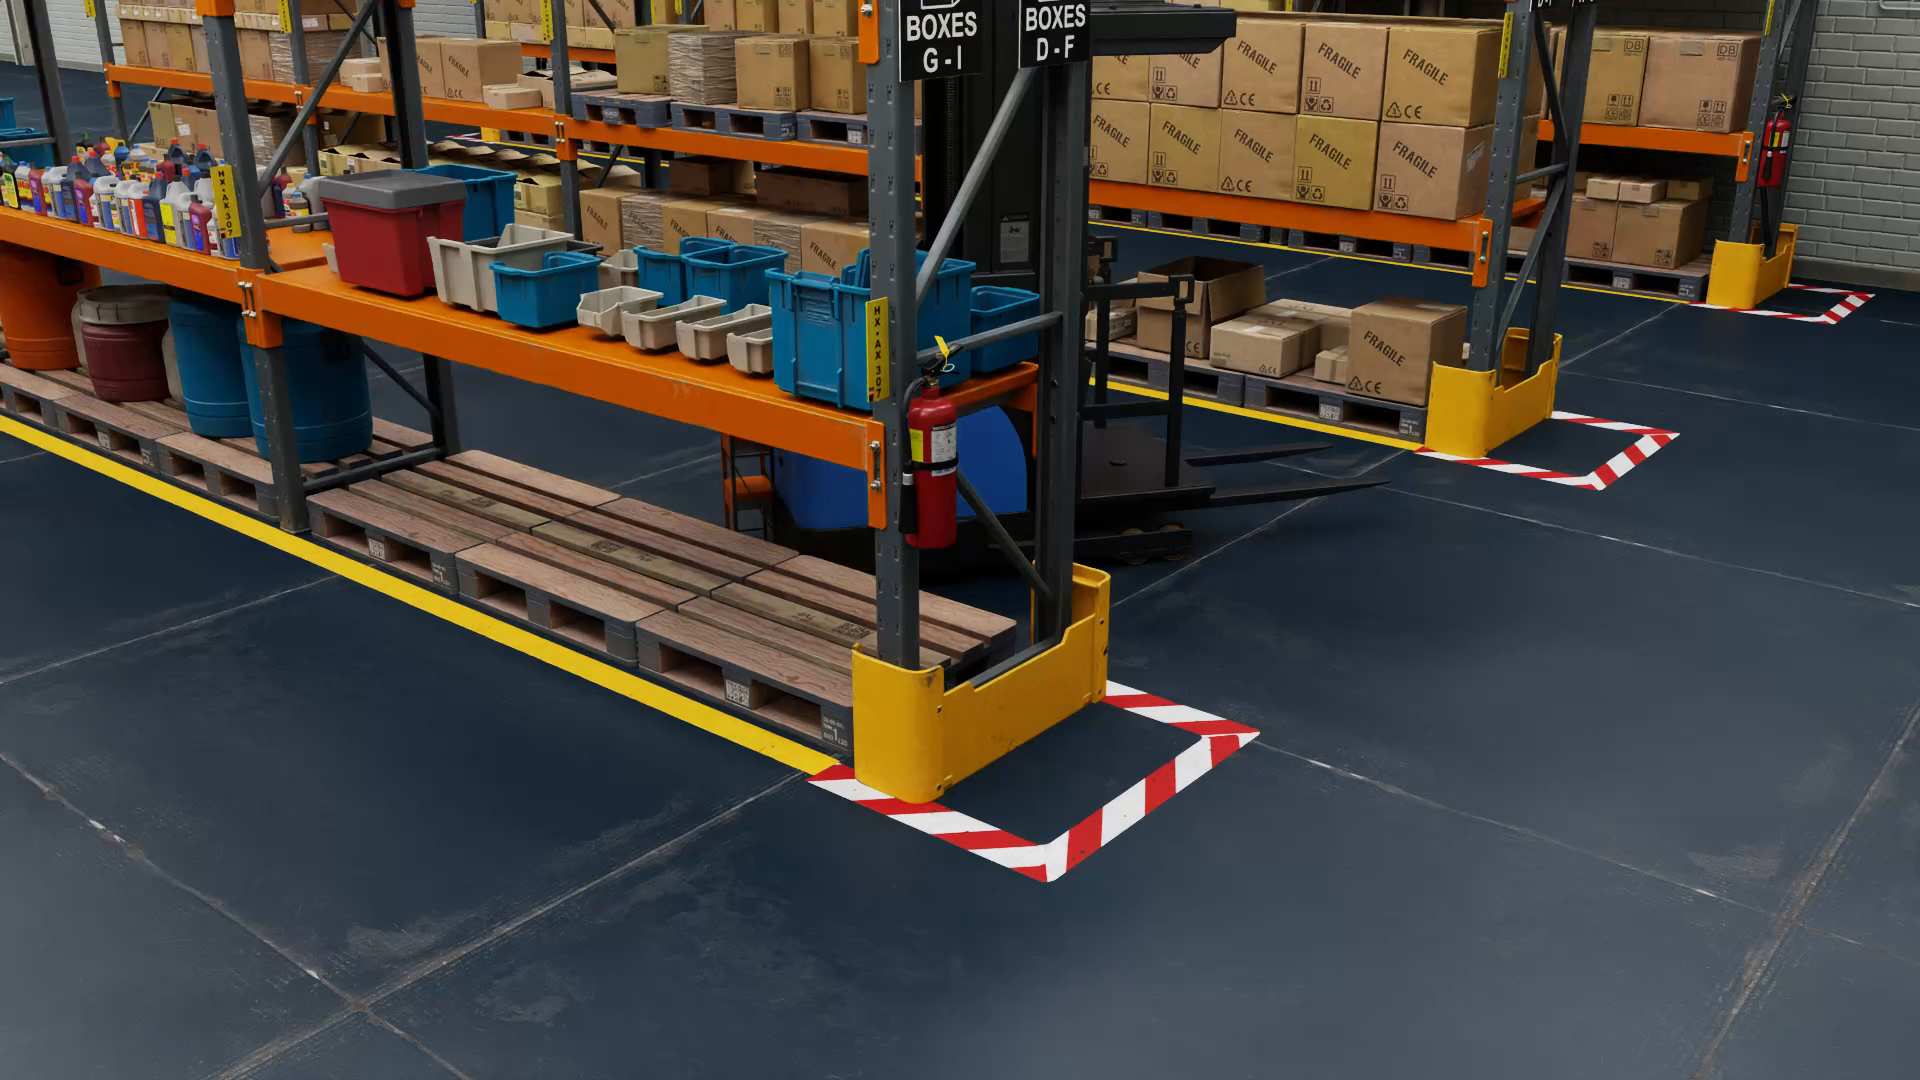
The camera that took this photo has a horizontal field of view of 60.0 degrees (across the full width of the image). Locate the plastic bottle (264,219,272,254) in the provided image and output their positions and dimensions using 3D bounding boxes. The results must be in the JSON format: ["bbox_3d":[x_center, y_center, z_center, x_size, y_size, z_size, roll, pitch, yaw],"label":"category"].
[{"bbox_3d":[-3.470,-1.518,8.224,0.097,0.201,0.097,0,21,0],"label":"plastic bottle"}]

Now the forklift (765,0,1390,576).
[{"bbox_3d":[0.608,-1.430,7.807,3.031,2.935,1.130,-6,21,-14],"label":"forklift"}]

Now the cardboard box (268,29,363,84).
[{"bbox_3d":[-6.435,-4.855,16.650,0.500,0.500,0.700,15,25,35],"label":"cardboard box"}]

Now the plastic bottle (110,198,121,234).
[{"bbox_3d":[-4.419,-1.722,8.765,0.097,0.201,0.097,0,21,0],"label":"plastic bottle"}]

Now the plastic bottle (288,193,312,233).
[{"bbox_3d":[-3.490,-1.731,8.789,0.097,0.201,0.097,0,21,0],"label":"plastic bottle"}]

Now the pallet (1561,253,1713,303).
[{"bbox_3d":[5.670,-2.241,13.812,1.213,0.211,1.003,16,26,36],"label":"pallet"}]

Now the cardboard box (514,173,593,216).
[{"bbox_3d":[-3.550,-3.041,14.487,0.500,0.311,0.500,17,26,38],"label":"cardboard box"}]

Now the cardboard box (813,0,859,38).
[{"bbox_3d":[-1.209,-5.800,18.533,0.500,0.500,0.700,16,26,36],"label":"cardboard box"}]

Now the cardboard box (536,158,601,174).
[{"bbox_3d":[-3.621,-3.303,15.183,0.500,0.311,0.500,15,26,35],"label":"cardboard box"}]

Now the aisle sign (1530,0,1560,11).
[{"bbox_3d":[3.068,-3.151,8.589,0.004,0.787,0.394,16,26,36],"label":"aisle sign"}]

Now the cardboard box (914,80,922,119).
[{"bbox_3d":[-0.115,-3.336,12.028,0.500,0.500,0.700,7,22,18],"label":"cardboard box"}]

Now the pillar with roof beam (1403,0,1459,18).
[{"bbox_3d":[1.607,-5.992,11.304,0.400,9.000,9.100,16,26,36],"label":"pillar with roof beam"}]

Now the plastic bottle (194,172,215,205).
[{"bbox_3d":[-3.852,-1.705,8.508,0.185,0.351,0.144,16,26,36],"label":"plastic bottle"}]

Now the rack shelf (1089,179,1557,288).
[{"bbox_3d":[1.660,-2.143,10.621,4.000,0.370,1.077,16,26,36],"label":"rack shelf"}]

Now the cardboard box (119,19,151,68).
[{"bbox_3d":[-8.833,-5.543,18.473,0.500,0.500,0.700,16,26,36],"label":"cardboard box"}]

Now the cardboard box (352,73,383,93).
[{"bbox_3d":[-5.530,-4.340,15.782,0.250,0.149,0.380,16,26,36],"label":"cardboard box"}]

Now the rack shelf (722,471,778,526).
[{"bbox_3d":[-1.000,-0.159,7.920,0.215,0.259,0.240,-6,22,-16],"label":"rack shelf"}]

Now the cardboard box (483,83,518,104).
[{"bbox_3d":[-4.012,-3.970,14.801,0.250,0.149,0.380,19,27,40],"label":"cardboard box"}]

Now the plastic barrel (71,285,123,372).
[{"bbox_3d":[-5.240,-1.292,10.273,0.421,0.512,0.421,0,21,0],"label":"plastic barrel"}]

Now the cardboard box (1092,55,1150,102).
[{"bbox_3d":[1.095,-3.029,10.391,0.500,0.500,0.500,15,25,35],"label":"cardboard box"}]

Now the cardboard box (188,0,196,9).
[{"bbox_3d":[-7.602,-5.798,17.312,0.500,0.500,0.700,16,26,36],"label":"cardboard box"}]

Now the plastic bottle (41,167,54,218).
[{"bbox_3d":[-5.025,-1.929,9.216,0.097,0.271,0.097,0,21,0],"label":"plastic bottle"}]

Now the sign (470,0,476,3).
[{"bbox_3d":[-6.400,-7.215,21.823,0.005,0.325,0.100,16,26,36],"label":"sign"}]

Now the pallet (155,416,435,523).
[{"bbox_3d":[-3.596,-0.452,9.067,1.213,0.211,1.003,16,26,36],"label":"pallet"}]

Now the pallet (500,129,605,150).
[{"bbox_3d":[-5.391,-5.446,22.310,1.213,0.211,1.003,16,26,36],"label":"pallet"}]

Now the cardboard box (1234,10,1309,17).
[{"bbox_3d":[1.844,-3.060,10.473,0.500,0.500,0.500,16,26,36],"label":"cardboard box"}]

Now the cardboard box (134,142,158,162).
[{"bbox_3d":[-8.912,-4.333,18.709,0.500,0.250,0.500,16,26,36],"label":"cardboard box"}]

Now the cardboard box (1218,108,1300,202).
[{"bbox_3d":[1.903,-2.334,9.964,0.500,0.500,0.500,16,26,37],"label":"cardboard box"}]

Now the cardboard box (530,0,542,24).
[{"bbox_3d":[-5.104,-6.830,21.150,0.500,0.500,0.500,15,25,35],"label":"cardboard box"}]

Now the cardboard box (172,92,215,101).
[{"bbox_3d":[-8.583,-4.826,18.954,0.500,0.500,0.500,16,26,36],"label":"cardboard box"}]

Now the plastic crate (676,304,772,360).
[{"bbox_3d":[-0.887,-0.786,6.291,0.243,0.136,0.396,16,26,36],"label":"plastic crate"}]

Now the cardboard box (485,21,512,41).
[{"bbox_3d":[-5.880,-6.702,21.874,0.500,0.250,0.500,15,25,35],"label":"cardboard box"}]

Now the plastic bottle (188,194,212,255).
[{"bbox_3d":[-3.742,-1.557,8.212,0.133,0.283,0.061,16,26,36],"label":"plastic bottle"}]

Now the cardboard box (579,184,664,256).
[{"bbox_3d":[-2.817,-2.675,13.930,0.500,0.500,0.500,17,27,38],"label":"cardboard box"}]

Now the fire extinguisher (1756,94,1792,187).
[{"bbox_3d":[6.164,-3.018,12.559,0.183,0.674,0.296,16,26,36],"label":"fire extinguisher"}]

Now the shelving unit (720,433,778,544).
[{"bbox_3d":[-1.000,-0.429,7.818,0.215,1.050,0.252,-6,22,-16],"label":"shelving unit"}]

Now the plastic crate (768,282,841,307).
[{"bbox_3d":[-0.631,-0.976,6.794,0.298,0.136,0.250,16,26,36],"label":"plastic crate"}]

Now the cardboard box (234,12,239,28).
[{"bbox_3d":[-7.221,-5.291,16.887,0.250,0.149,0.380,16,26,36],"label":"cardboard box"}]

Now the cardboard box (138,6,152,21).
[{"bbox_3d":[-8.620,-5.693,17.953,0.250,0.149,0.380,16,26,36],"label":"cardboard box"}]

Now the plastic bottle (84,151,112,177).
[{"bbox_3d":[-4.805,-1.983,9.245,0.185,0.351,0.144,16,26,36],"label":"plastic bottle"}]

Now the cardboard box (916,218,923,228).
[{"bbox_3d":[-0.110,-2.137,12.503,0.500,0.500,0.500,15,25,34],"label":"cardboard box"}]

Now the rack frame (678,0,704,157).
[{"bbox_3d":[-2.958,-6.066,20.003,0.127,3.000,1.000,16,26,36],"label":"rack frame"}]

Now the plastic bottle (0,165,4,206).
[{"bbox_3d":[-5.559,-2.080,9.599,0.133,0.283,0.061,16,26,36],"label":"plastic bottle"}]

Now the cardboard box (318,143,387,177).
[{"bbox_3d":[-5.925,-3.723,16.297,0.500,0.311,0.500,16,26,36],"label":"cardboard box"}]

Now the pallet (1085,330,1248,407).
[{"bbox_3d":[1.591,-1.196,11.040,1.213,0.211,1.003,16,26,36],"label":"pallet"}]

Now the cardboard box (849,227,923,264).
[{"bbox_3d":[-0.453,-1.994,12.125,0.500,0.500,0.500,16,26,36],"label":"cardboard box"}]

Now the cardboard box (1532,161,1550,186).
[{"bbox_3d":[4.973,-3.157,14.317,0.250,0.149,0.380,16,26,37],"label":"cardboard box"}]

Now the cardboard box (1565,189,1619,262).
[{"bbox_3d":[5.345,-2.656,13.908,0.500,0.500,0.700,16,26,36],"label":"cardboard box"}]

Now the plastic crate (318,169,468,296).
[{"bbox_3d":[-2.491,-1.363,7.357,0.583,0.464,0.402,16,26,36],"label":"plastic crate"}]

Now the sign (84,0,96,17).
[{"bbox_3d":[-9.542,-5.895,18.211,0.005,0.325,0.100,16,26,36],"label":"sign"}]

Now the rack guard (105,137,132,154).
[{"bbox_3d":[-9.205,-4.439,19.232,0.348,0.500,1.175,16,26,36],"label":"rack guard"}]

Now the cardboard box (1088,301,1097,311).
[{"bbox_3d":[1.060,-1.681,11.792,0.250,0.149,0.380,16,26,36],"label":"cardboard box"}]

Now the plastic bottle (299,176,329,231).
[{"bbox_3d":[-3.426,-1.804,8.877,0.135,0.276,0.152,16,26,36],"label":"plastic bottle"}]

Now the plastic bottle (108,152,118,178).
[{"bbox_3d":[-5.208,-2.295,10.284,0.097,0.201,0.097,0,21,0],"label":"plastic bottle"}]

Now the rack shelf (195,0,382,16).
[{"bbox_3d":[-4.574,-3.086,8.869,4.000,0.370,1.077,16,26,36],"label":"rack shelf"}]
